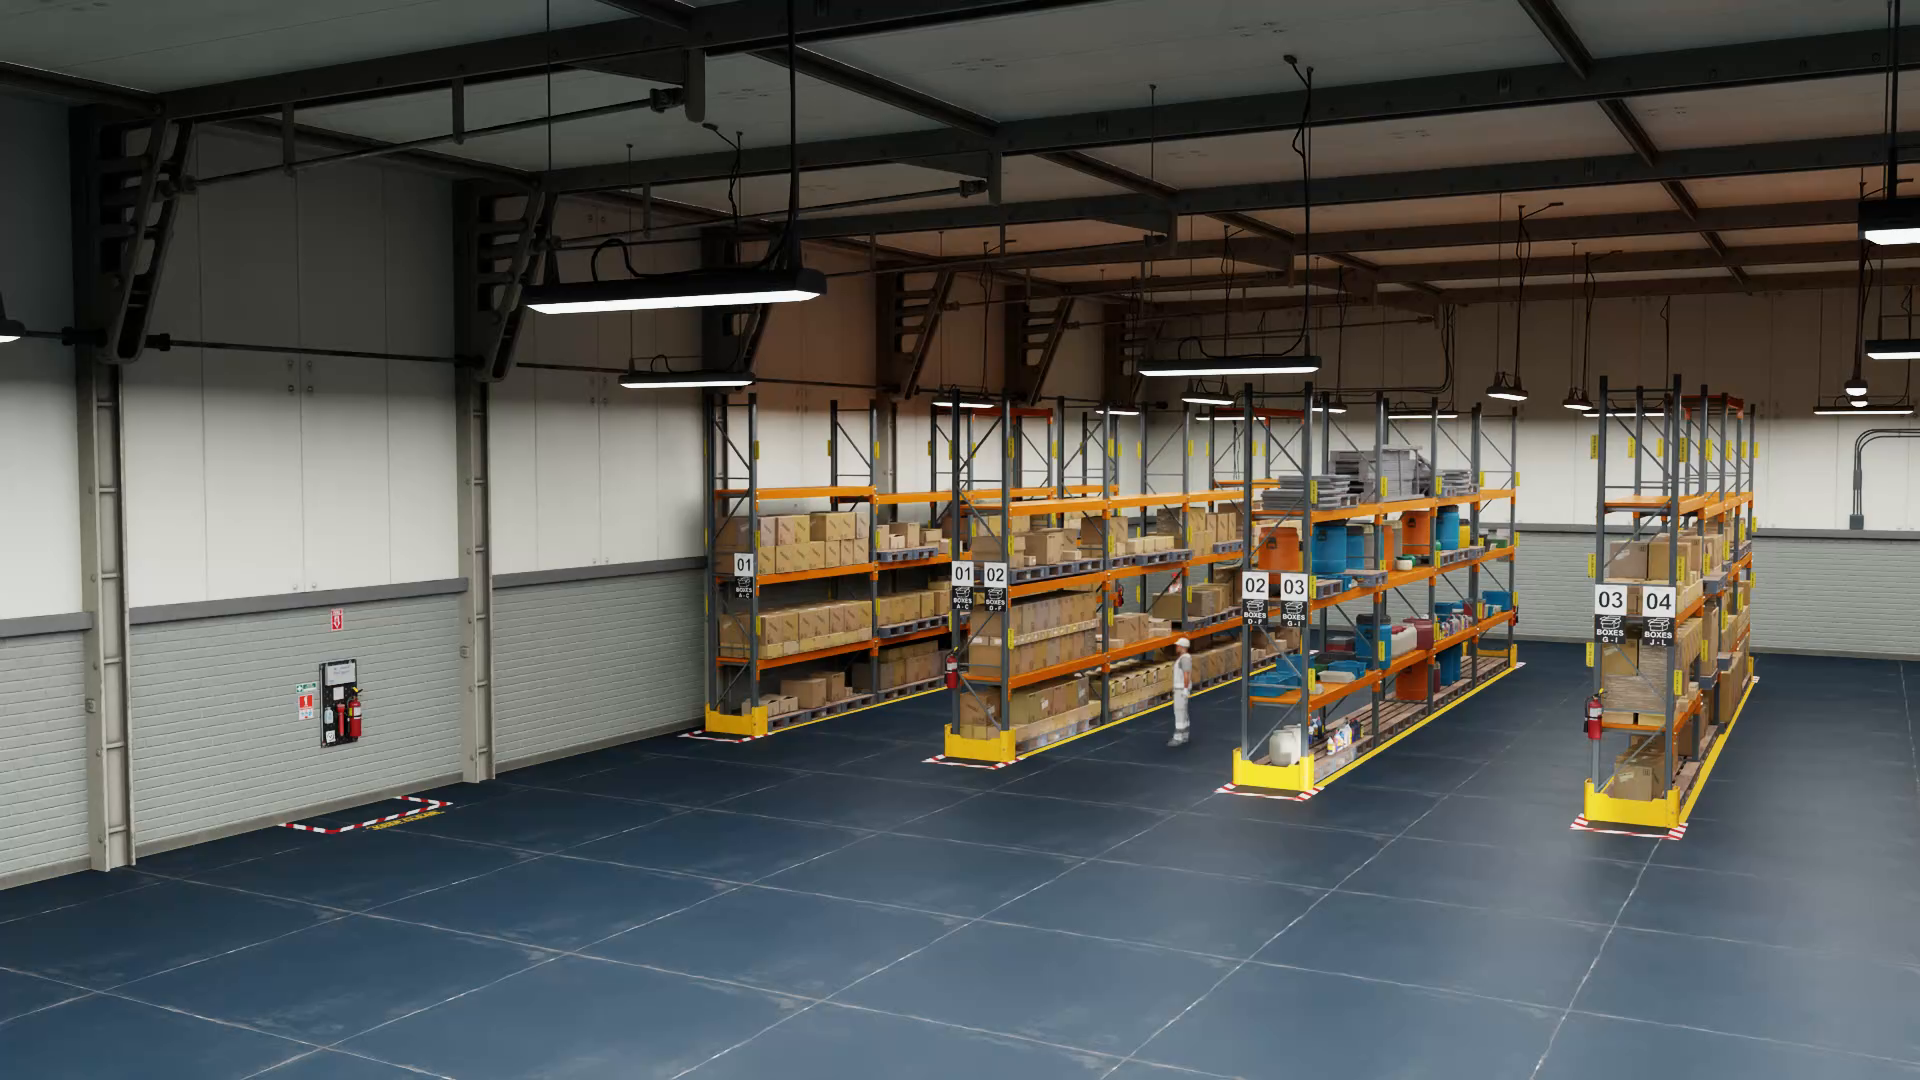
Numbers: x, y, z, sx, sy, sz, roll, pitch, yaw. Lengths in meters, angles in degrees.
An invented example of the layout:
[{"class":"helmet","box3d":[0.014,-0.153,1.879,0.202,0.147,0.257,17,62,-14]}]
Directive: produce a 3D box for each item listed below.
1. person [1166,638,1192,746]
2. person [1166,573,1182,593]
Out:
[{"class":"person","box3d":[3.733,2.574,28.351,0.434,1.804,0.661,0,3,8]},{"class":"person","box3d":[5.645,1.755,43.525,0.598,1.797,0.447,0,3,5]}]
